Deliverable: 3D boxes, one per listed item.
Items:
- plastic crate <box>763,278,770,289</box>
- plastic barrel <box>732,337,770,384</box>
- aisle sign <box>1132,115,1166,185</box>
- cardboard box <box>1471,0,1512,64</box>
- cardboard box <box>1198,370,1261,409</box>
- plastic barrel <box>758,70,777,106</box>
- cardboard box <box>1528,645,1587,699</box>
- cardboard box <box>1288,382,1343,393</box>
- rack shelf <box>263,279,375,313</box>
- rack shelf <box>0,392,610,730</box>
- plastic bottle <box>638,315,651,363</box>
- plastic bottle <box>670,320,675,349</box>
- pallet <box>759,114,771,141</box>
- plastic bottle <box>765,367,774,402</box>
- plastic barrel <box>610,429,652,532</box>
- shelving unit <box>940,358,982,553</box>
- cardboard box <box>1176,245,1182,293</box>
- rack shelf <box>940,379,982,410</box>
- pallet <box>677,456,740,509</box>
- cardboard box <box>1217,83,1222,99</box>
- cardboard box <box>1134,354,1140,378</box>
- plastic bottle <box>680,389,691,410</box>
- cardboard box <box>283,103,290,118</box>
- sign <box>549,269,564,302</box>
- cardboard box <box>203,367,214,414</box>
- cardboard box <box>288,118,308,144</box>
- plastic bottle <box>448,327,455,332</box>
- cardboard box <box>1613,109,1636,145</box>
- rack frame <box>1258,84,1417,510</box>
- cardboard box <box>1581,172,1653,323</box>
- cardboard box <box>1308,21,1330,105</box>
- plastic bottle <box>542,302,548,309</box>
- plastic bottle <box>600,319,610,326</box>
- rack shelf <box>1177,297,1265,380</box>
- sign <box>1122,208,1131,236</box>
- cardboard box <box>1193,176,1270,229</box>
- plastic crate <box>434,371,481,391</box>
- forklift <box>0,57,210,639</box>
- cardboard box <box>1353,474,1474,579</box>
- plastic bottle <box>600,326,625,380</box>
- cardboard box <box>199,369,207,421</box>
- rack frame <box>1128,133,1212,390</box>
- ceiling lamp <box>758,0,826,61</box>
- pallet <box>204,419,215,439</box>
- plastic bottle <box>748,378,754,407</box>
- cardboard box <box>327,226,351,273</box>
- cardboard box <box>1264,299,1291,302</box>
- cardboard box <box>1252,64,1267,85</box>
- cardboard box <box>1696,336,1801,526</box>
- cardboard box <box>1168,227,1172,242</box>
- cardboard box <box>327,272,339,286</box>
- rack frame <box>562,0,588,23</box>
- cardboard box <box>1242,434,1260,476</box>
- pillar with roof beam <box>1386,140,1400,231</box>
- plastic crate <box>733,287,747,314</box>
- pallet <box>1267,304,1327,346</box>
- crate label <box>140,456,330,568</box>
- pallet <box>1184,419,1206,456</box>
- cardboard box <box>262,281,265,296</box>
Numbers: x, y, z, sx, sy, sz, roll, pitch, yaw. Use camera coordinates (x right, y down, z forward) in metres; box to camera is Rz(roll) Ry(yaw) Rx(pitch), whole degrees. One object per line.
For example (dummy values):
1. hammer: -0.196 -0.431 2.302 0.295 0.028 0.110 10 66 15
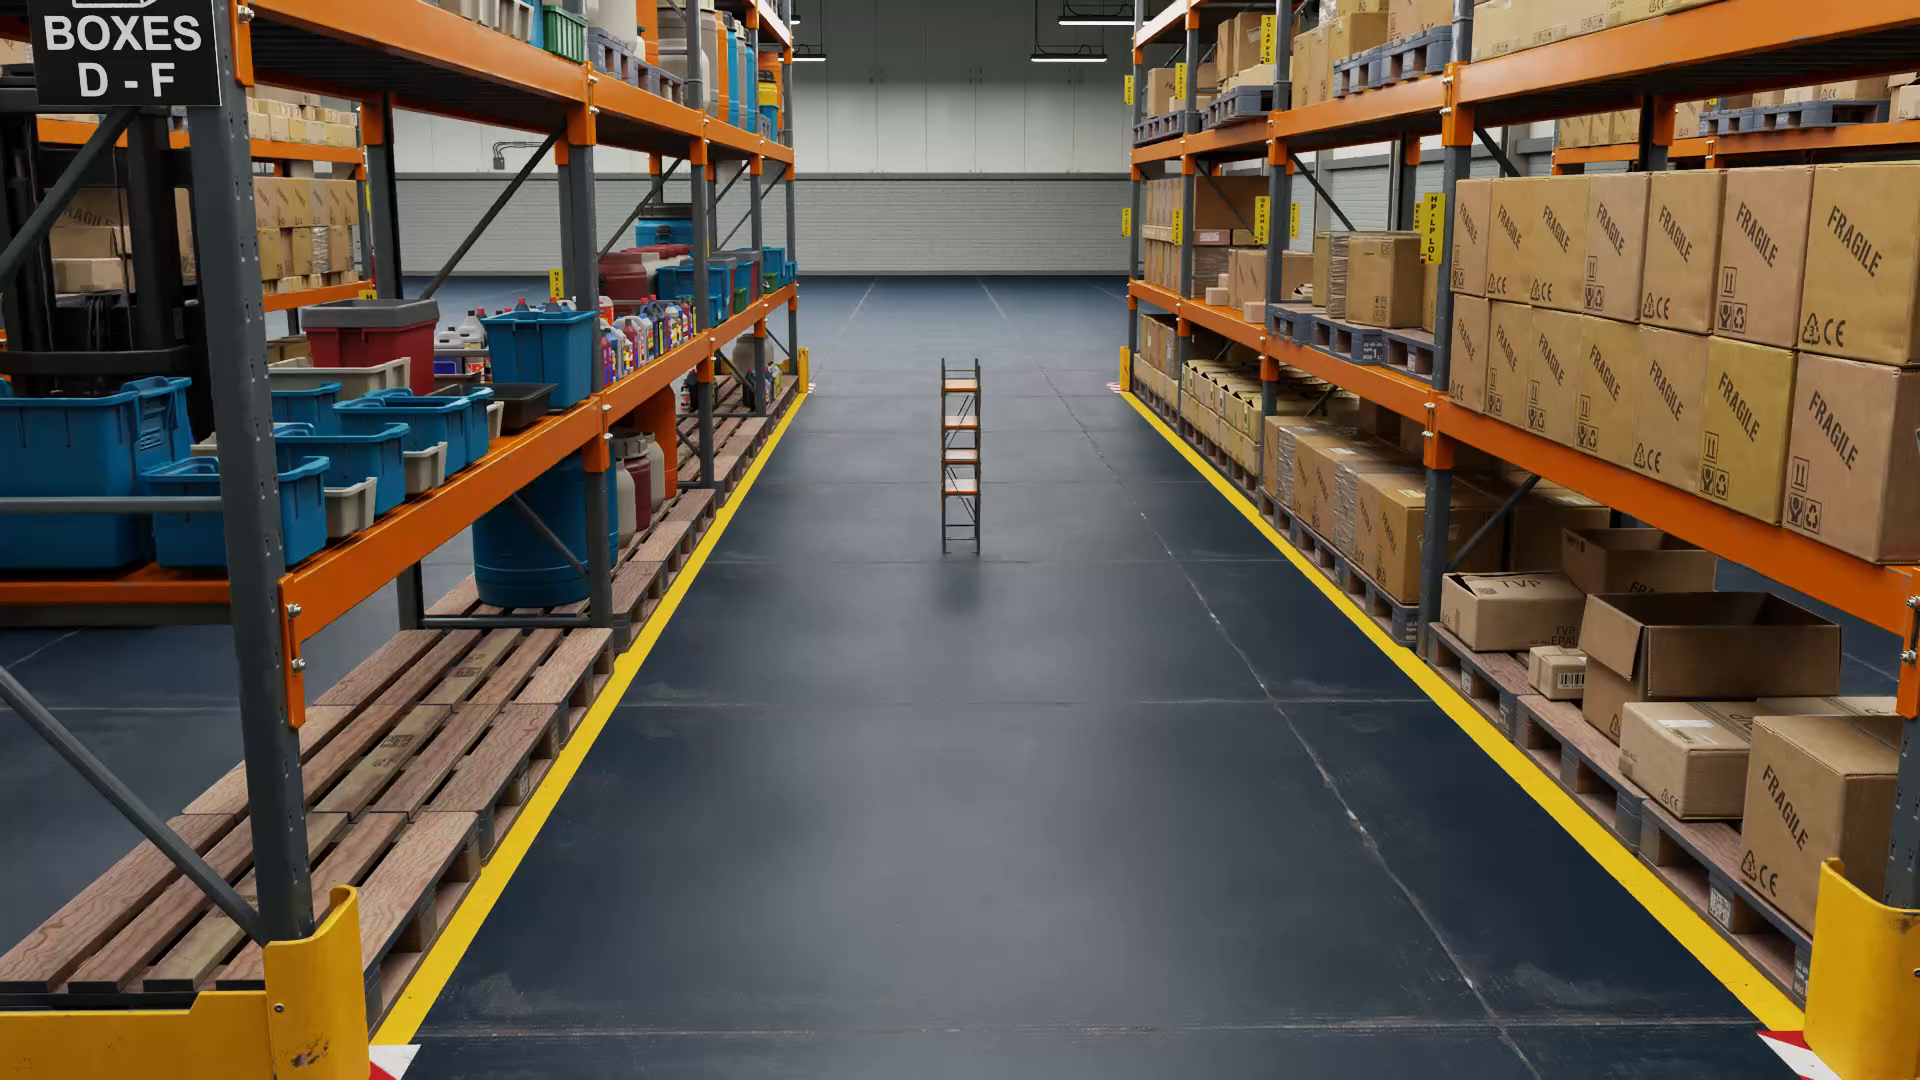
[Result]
1. plastic crate: -2.241 -2.532 16.152 0.767 0.338 0.504 0 11 -1
2. plastic barrel: -2.340 -2.010 18.621 0.421 0.512 0.421 0 11 0
3. aisle sign: 2.205 -4.559 19.446 0.394 0.787 0.004 0 11 -1
4. cardboard box: 2.523 -2.186 7.124 0.500 0.250 0.500 0 11 -1
5. cardboard box: 2.371 -1.325 14.495 0.500 0.311 0.500 -1 11 -3
6. plastic barrel: -2.290 -4.795 18.077 0.600 0.588 0.600 0 11 0
7. cardboard box: 2.580 0.542 6.864 0.380 0.166 0.250 0 11 -1
8. cardboard box: 2.933 -1.127 13.517 0.500 0.311 0.500 -1 11 -3
9. rack shelf: -7.351 -2.483 17.561 1.077 0.370 4.000 0 11 -1
10. rack shelf: -2.151 -0.118 5.904 1.077 0.370 4.000 0 11 -1
11. plastic bottle: -1.820 -1.152 9.515 0.097 0.271 0.097 0 11 0
12. plastic bottle: -1.839 -1.302 10.431 0.097 0.201 0.097 0 11 0
13. pallet: -2.470 -3.979 16.056 1.213 0.211 1.003 0 11 -1
14. plastic bottle: -1.963 -1.575 16.834 0.144 0.351 0.185 -1 11 -4
15. plastic barrel: -2.224 -0.365 10.324 0.600 0.588 0.708 0 11 -1
16. shelving unit: 0.003 -0.555 10.778 0.258 1.200 0.503 0 11 -1
17. cardboard box: 2.562 -2.720 16.669 0.700 0.500 0.500 0 11 -2
18. rack shelf: 0.003 -0.940 10.699 0.258 0.148 0.480 0 11 -1
19. pallet: -2.252 -0.450 12.748 1.003 0.211 1.213 0 11 -1
20. cardboard box: 2.837 -4.387 16.410 0.500 0.311 0.500 -1 12 -4
21. cardboard box: 2.301 -2.023 19.348 0.500 0.250 0.500 0 11 -1
22. plastic bottle: -2.677 -1.373 16.214 0.097 0.201 0.097 0 11 0
23. cardboard box: -7.112 -4.406 17.061 0.380 0.149 0.250 0 11 0
24. sign: -2.825 -1.739 11.677 0.100 0.325 0.005 0 11 -1
25. cardboard box: -7.278 -1.498 16.130 0.500 0.500 0.500 -1 11 -3
26. cardboard box: -7.097 -4.233 17.215 0.500 0.250 0.500 0 11 -2
27. plastic bottle: -2.574 -0.933 8.409 0.061 0.283 0.133 0 11 -1
28. cardboard box: 7.244 -4.439 17.547 0.500 0.500 0.500 0 11 2
29. rack frame: 2.678 -1.682 11.808 1.000 3.000 0.127 0 11 -1
30. cardboard box: 2.522 -1.024 5.797 0.500 0.500 0.500 0 11 1
31. cardboard box: 2.731 -3.014 10.573 0.910 0.500 0.500 0 11 -1
32. plastic bottle: -2.618 -1.354 10.481 0.061 0.283 0.133 0 11 -1
33. plastic bottle: -1.992 -1.084 9.170 0.152 0.276 0.135 0 11 -1
34. rack shelf: 2.636 -1.727 13.839 1.077 0.370 4.000 0 11 -1
35. sign: 1.957 -3.735 19.547 0.100 0.325 0.005 0 11 -1
36. cardboard box: 2.579 -3.251 16.023 0.700 0.500 0.500 0 11 -1
37. plastic crate: -2.325 -0.675 7.353 0.396 0.136 0.243 0 11 -1
38. forklift: -4.836 -1.176 9.484 1.130 2.935 3.031 -1 11 -4
39. cardboard box: 2.462 -0.073 9.056 0.500 0.500 0.500 0 11 -1
40. plastic bottle: -1.828 -0.973 8.624 0.152 0.276 0.135 0 11 -1
41. cardboard box: -7.318 -1.306 15.133 0.700 0.500 0.500 -1 12 -6
42. rack frame: 2.512 -3.273 19.646 1.000 3.000 0.127 0 11 -1
43. ceiling lamp: -4.494 -14.104 43.265 2.000 3.185 0.800 0 11 -1
44. pallet: -7.292 -0.916 15.045 1.003 0.211 1.213 0 11 -1
45. plastic bottle: -2.066 -1.471 16.491 0.061 0.283 0.133 0 11 -1
46. cardboard box: -7.278 -3.219 18.383 0.875 0.500 0.500 0 11 -1
47. cardboard box: 2.595 -1.813 13.081 0.380 0.149 0.250 1 11 3
48. cardboard box: 2.583 -3.593 13.000 0.500 0.250 0.500 0 11 -2
49. cardboard box: 2.547 -0.332 4.901 0.500 0.500 0.500 0 11 -1
50. cardboard box: 2.350 -3.150 17.159 0.380 0.149 0.250 0 11 0
51. cardboard box: -7.129 -2.905 18.465 0.380 0.149 0.250 0 11 -1
52. rack frame: -2.192 -3.808 7.195 1.000 3.000 0.127 0 11 -1
53. cardboard box: 2.423 -0.644 12.550 0.500 0.250 0.500 0 11 0
54. pillar with roof beam: 3.792 -8.466 30.156 9.100 9.000 0.400 0 11 -1
55. plastic crate: -2.039 -2.009 13.951 0.450 0.188 0.662 0 11 -1
56. pallet: 2.762 -1.454 11.164 1.213 0.211 1.003 0 11 -1
57. crate label: -1.785 -0.070 4.132 0.416 0.233 0.303 0 11 -1
58. pallet: 2.649 -0.965 15.283 1.003 0.211 1.213 0 11 -1
59. cardboard box: -7.038 -2.458 16.262 0.380 0.149 0.250 0 11 -1
